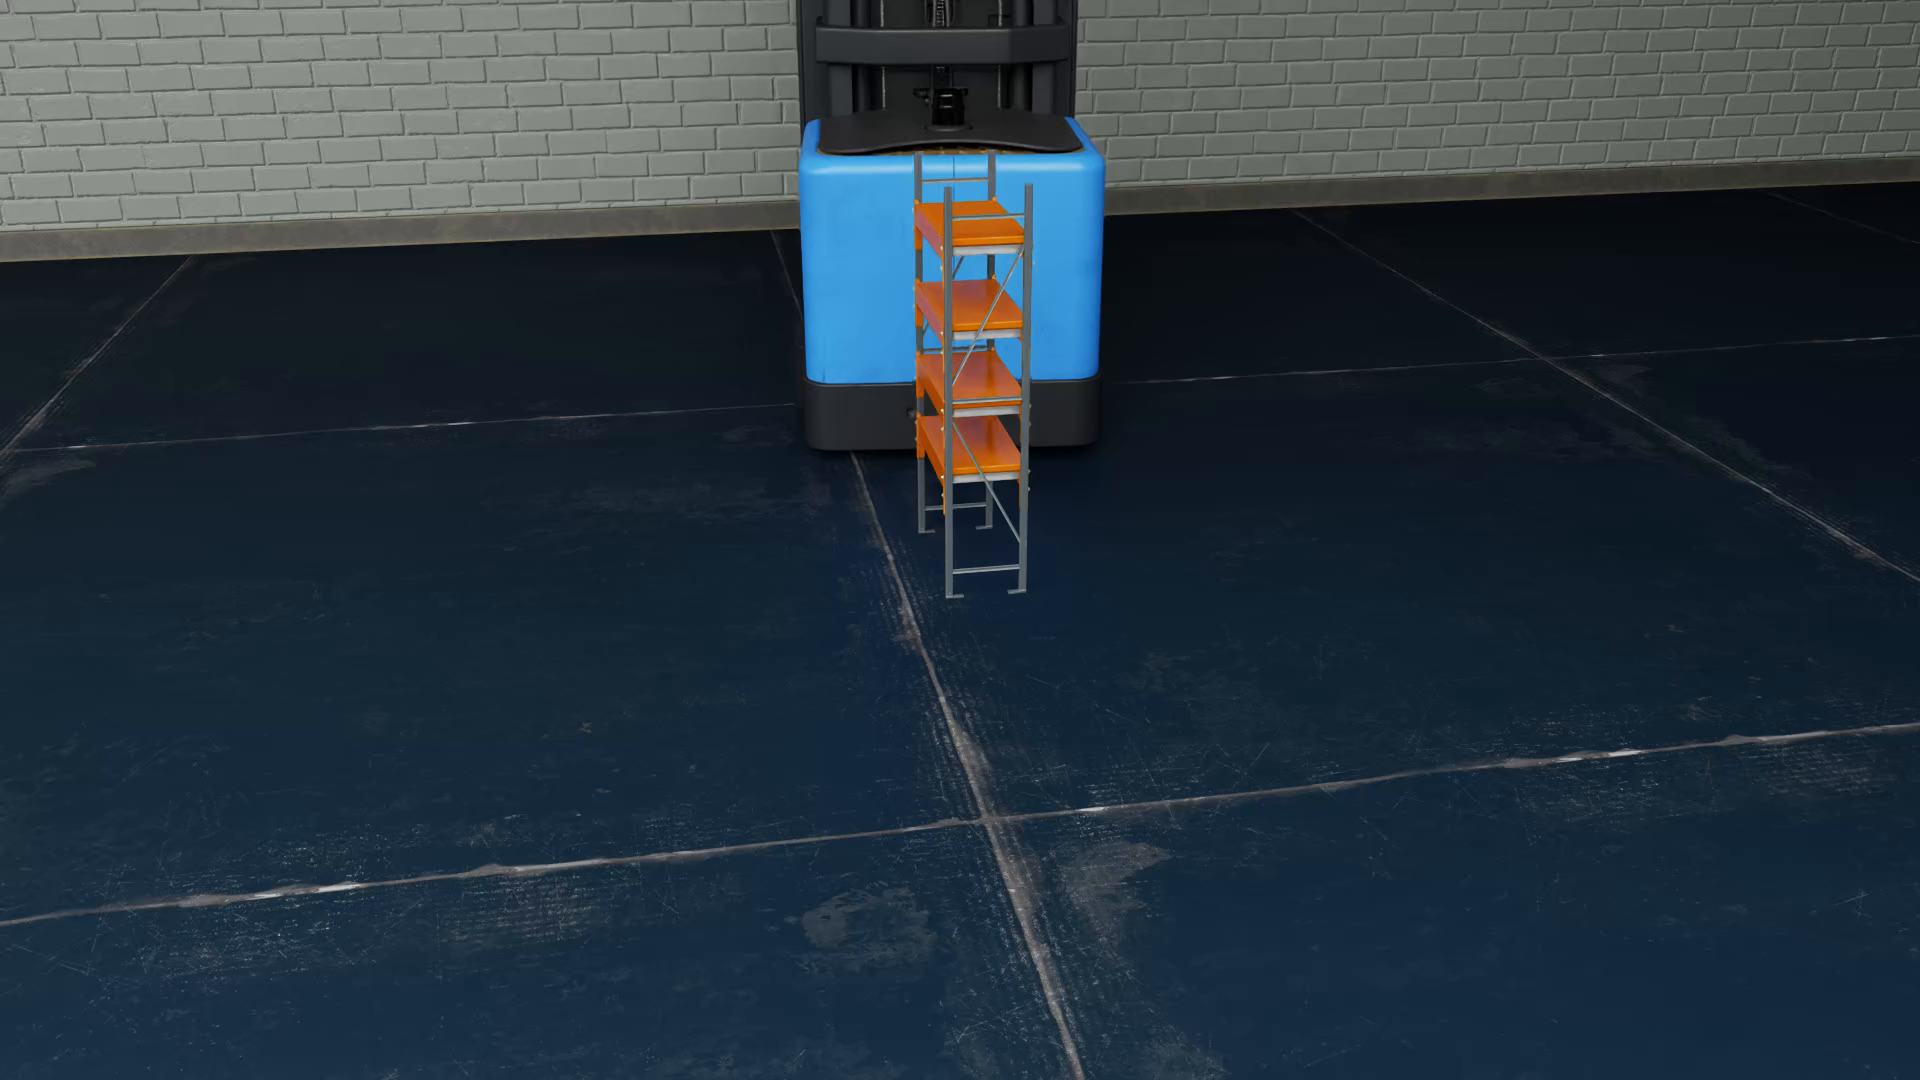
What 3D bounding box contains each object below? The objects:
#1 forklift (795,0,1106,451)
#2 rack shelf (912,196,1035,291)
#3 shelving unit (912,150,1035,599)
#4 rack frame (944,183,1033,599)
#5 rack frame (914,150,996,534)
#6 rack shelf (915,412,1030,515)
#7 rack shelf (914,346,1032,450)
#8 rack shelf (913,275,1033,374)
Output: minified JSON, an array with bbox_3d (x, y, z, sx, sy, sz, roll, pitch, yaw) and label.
[{"bbox_3d":[-0.104,-2.202,6.629,1.130,2.935,3.031,-1,24,-3],"label":"forklift"},{"bbox_3d":[0.031,-0.845,4.704,0.258,0.148,0.480,-4,24,-10],"label":"rack shelf"},{"bbox_3d":[0.031,-0.485,4.861,0.258,1.200,0.503,-4,24,-10],"label":"shelving unit"},{"bbox_3d":[0.076,-0.389,4.641,0.240,1.200,0.015,-4,24,-10],"label":"rack frame"},{"bbox_3d":[-0.015,-0.581,5.081,0.240,1.200,0.015,-4,24,-10],"label":"rack frame"},{"bbox_3d":[0.031,-0.241,4.967,0.258,0.148,0.480,-4,24,-10],"label":"rack shelf"},{"bbox_3d":[0.031,-0.423,4.888,0.258,0.148,0.480,-4,24,-10],"label":"rack shelf"},{"bbox_3d":[0.031,-0.628,4.798,0.258,0.148,0.480,-4,24,-10],"label":"rack shelf"}]
